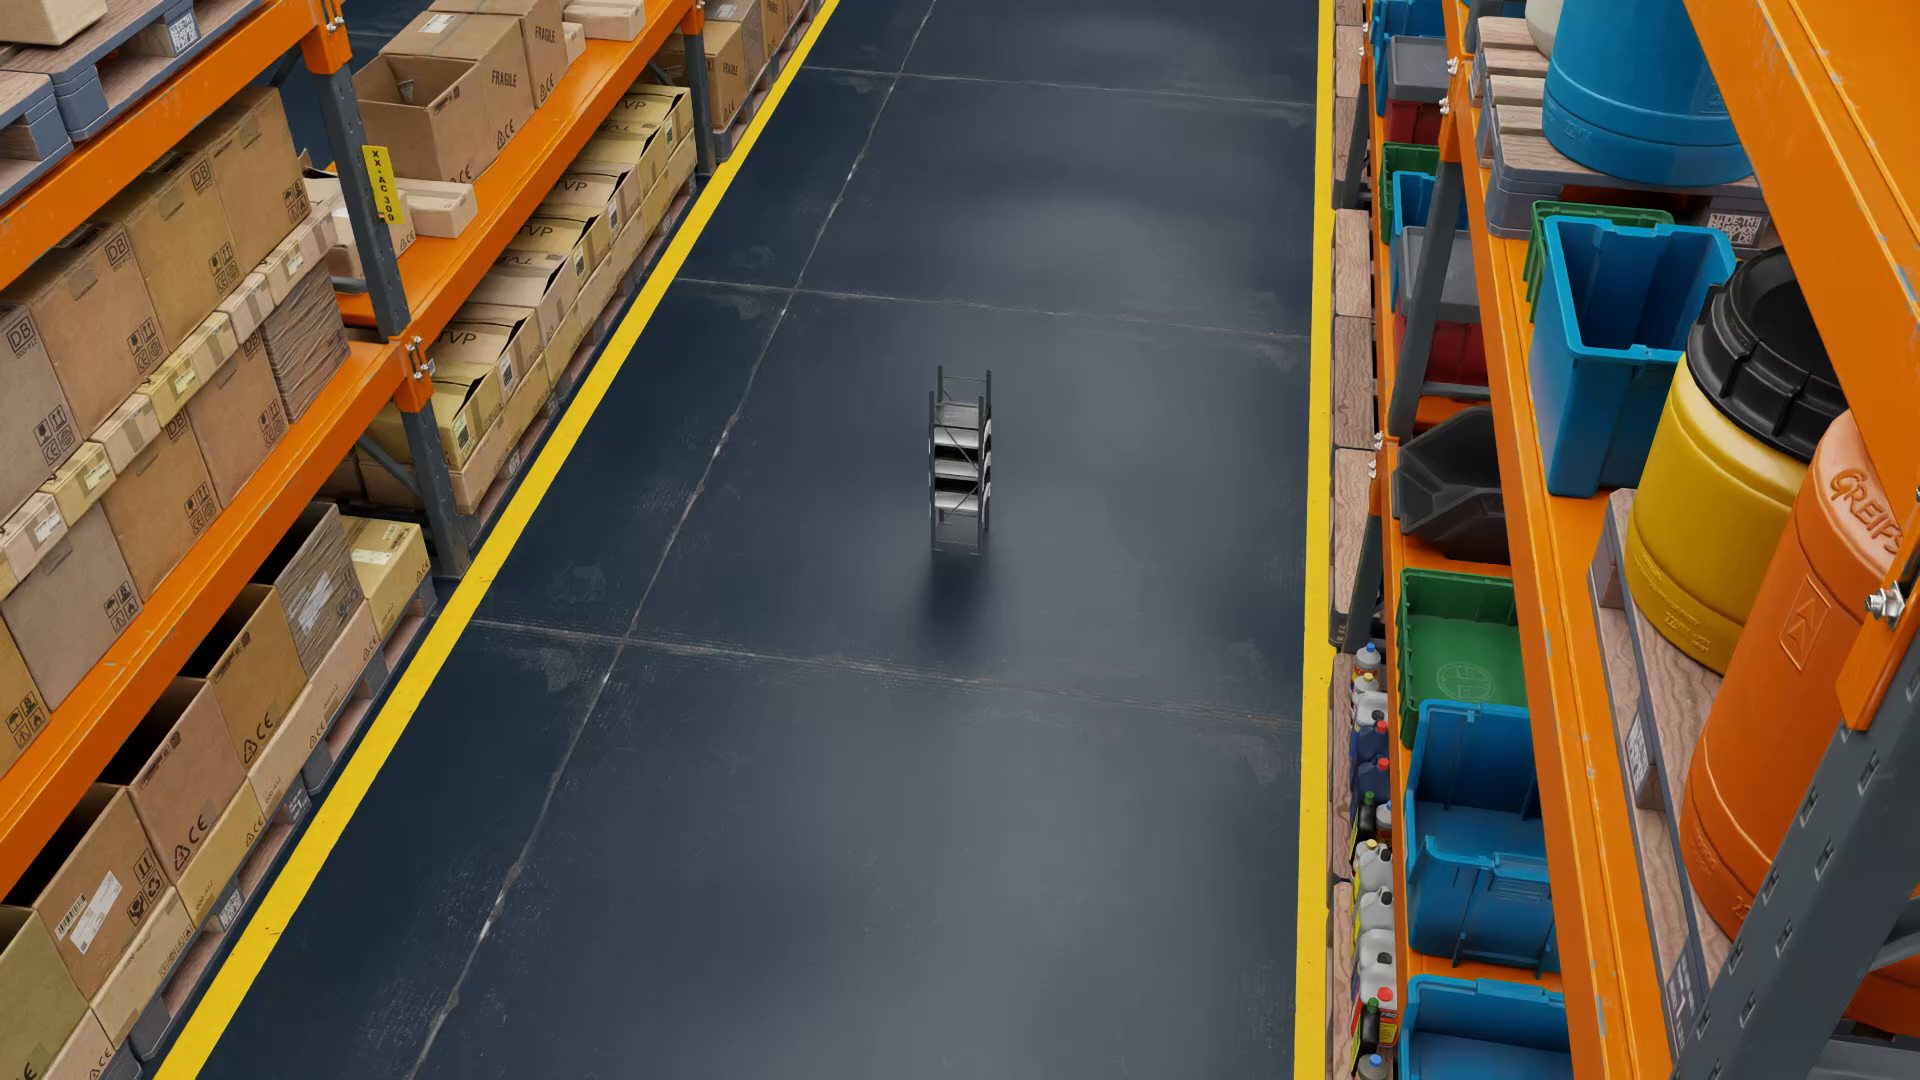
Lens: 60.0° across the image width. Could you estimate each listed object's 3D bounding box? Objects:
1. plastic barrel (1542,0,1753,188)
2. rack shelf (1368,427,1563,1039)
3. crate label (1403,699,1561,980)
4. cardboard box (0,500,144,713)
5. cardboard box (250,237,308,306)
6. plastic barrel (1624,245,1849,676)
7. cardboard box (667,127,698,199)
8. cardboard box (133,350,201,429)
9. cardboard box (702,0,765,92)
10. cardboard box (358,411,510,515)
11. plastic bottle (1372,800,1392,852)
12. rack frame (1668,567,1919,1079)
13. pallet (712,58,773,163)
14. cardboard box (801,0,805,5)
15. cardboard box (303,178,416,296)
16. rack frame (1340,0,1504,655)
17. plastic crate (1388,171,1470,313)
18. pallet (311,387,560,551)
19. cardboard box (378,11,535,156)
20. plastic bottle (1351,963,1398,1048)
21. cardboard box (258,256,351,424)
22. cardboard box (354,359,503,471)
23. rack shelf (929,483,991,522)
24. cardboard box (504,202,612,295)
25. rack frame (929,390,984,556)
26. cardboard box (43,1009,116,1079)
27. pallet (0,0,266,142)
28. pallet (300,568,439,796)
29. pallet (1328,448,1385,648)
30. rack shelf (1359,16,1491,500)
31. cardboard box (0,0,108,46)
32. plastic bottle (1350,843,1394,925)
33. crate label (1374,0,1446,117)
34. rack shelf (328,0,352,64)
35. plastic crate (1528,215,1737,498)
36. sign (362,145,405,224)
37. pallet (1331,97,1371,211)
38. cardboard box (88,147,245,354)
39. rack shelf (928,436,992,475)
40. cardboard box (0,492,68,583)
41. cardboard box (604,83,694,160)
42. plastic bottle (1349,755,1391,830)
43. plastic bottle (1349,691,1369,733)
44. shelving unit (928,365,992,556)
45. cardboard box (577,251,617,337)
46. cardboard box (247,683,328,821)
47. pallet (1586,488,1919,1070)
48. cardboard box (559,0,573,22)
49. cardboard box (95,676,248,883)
[{"bbox_3d":[1.834,-1.411,4.123,0.600,0.901,0.708,6,40,8],"label":"plastic barrel"},{"bbox_3d":[1.765,1.019,4.824,1.077,0.370,4.000,6,40,8],"label":"rack shelf"},{"bbox_3d":[1.471,0.799,4.499,0.502,0.435,0.616,6,40,8],"label":"crate label"},{"bbox_3d":[-3.100,0.147,5.237,0.700,0.500,0.500,8,40,9],"label":"cardboard box"},{"bbox_3d":[-2.647,-1.001,6.116,0.380,0.149,0.250,6,40,7],"label":"cardboard box"},{"bbox_3d":[1.491,-0.123,2.810,0.600,0.588,0.600,0,40,0],"label":"plastic barrel"},{"bbox_3d":[-1.925,-2.317,10.123,0.500,0.250,0.500,7,40,9],"label":"cardboard box"},{"bbox_3d":[-2.780,-0.517,5.531,0.380,0.149,0.250,6,40,7],"label":"cardboard box"},{"bbox_3d":[-1.629,-3.361,11.175,0.500,0.500,0.500,5,40,6],"label":"cardboard box"},{"bbox_3d":[-2.453,-0.389,7.792,0.500,0.250,0.500,5,40,7],"label":"cardboard box"},{"bbox_3d":[1.542,1.045,6.025,0.097,0.271,0.097,0,40,0],"label":"plastic bottle"},{"bbox_3d":[1.423,-0.314,1.165,0.949,2.616,0.053,6,40,8],"label":"rack frame"},{"bbox_3d":[-1.908,-2.961,11.263,1.003,0.211,1.213,6,40,8],"label":"pallet"},{"bbox_3d":[-1.366,-4.323,12.338,0.500,0.500,0.500,7,40,8],"label":"cardboard box"},{"bbox_3d":[-2.724,-1.317,7.204,0.500,0.250,0.500,9,40,10],"label":"cardboard box"},{"bbox_3d":[2.111,-0.513,6.113,1.000,3.000,0.127,6,40,8],"label":"rack frame"},{"bbox_3d":[1.996,-1.233,6.997,0.392,0.384,0.575,6,40,8],"label":"plastic crate"},{"bbox_3d":[-2.677,-0.454,8.230,1.003,0.211,1.213,6,40,8],"label":"pallet"},{"bbox_3d":[-2.440,-2.225,8.106,0.500,0.500,0.500,6,40,8],"label":"cardboard box"},{"bbox_3d":[1.376,1.521,5.445,0.152,0.276,0.135,7,40,8],"label":"plastic bottle"},{"bbox_3d":[-2.837,-0.821,6.407,0.700,0.500,0.500,5,40,7],"label":"cardboard box"},{"bbox_3d":[-2.450,-0.612,7.621,0.500,0.311,0.500,7,40,8],"label":"cardboard box"},{"bbox_3d":[0.001,-0.187,7.702,0.258,0.077,0.200,6,40,8],"label":"rack shelf"},{"bbox_3d":[-2.185,-1.577,8.788,0.500,0.311,0.500,7,40,9],"label":"cardboard box"},{"bbox_3d":[-0.016,-0.288,7.489,0.240,0.900,0.006,6,40,8],"label":"rack frame"},{"bbox_3d":[-3.064,1.721,5.240,0.500,0.250,0.500,6,40,8],"label":"cardboard box"},{"bbox_3d":[-2.889,-1.645,5.198,1.003,0.211,1.213,6,40,8],"label":"pallet"},{"bbox_3d":[-2.945,0.508,7.067,1.003,0.211,1.213,6,40,8],"label":"pallet"},{"bbox_3d":[2.209,0.065,7.603,1.003,0.211,1.213,6,40,8],"label":"pallet"},{"bbox_3d":[2.458,-1.491,7.861,1.077,0.370,4.000,6,40,8],"label":"rack shelf"},{"bbox_3d":[-2.706,-1.549,4.770,0.380,0.149,0.250,6,40,8],"label":"cardboard box"},{"bbox_3d":[1.457,1.184,5.794,0.144,0.351,0.185,6,40,7],"label":"plastic bottle"},{"bbox_3d":[2.365,-2.443,8.420,0.502,0.435,0.616,6,40,8],"label":"crate label"},{"bbox_3d":[-2.420,-3.195,7.568,1.077,0.370,4.000,6,40,8],"label":"rack shelf"},{"bbox_3d":[1.453,-0.382,3.614,0.392,0.384,0.575,6,40,8],"label":"plastic crate"},{"bbox_3d":[-2.220,-1.365,6.403,0.100,0.325,0.005,6,40,8],"label":"sign"},{"bbox_3d":[2.899,-2.448,10.642,1.003,0.211,1.213,6,40,8],"label":"pallet"},{"bbox_3d":[-2.923,-1.004,5.610,0.700,0.500,0.500,6,40,8],"label":"cardboard box"},{"bbox_3d":[0.001,-0.396,7.530,0.258,0.077,0.200,6,40,8],"label":"rack shelf"},{"bbox_3d":[-2.912,-0.027,4.938,0.380,0.149,0.250,7,40,8],"label":"cardboard box"},{"bbox_3d":[-1.922,-2.534,9.946,0.500,0.311,0.500,7,40,9],"label":"cardboard box"},{"bbox_3d":[1.530,0.918,6.116,0.144,0.351,0.185,5,40,6],"label":"plastic bottle"},{"bbox_3d":[1.589,0.675,6.527,0.097,0.201,0.097,0,40,0],"label":"plastic bottle"},{"bbox_3d":[0.001,-0.352,7.566,0.258,0.900,0.210,6,40,8],"label":"shelving unit"},{"bbox_3d":[-2.187,-1.355,8.960,0.500,0.250,0.500,7,40,9],"label":"cardboard box"},{"bbox_3d":[-2.800,0.780,6.378,0.500,0.250,0.500,6,40,8],"label":"cardboard box"},{"bbox_3d":[1.659,0.406,2.796,1.003,0.211,1.213,6,40,8],"label":"pallet"},{"bbox_3d":[-2.420,-2.998,9.188,0.500,0.311,0.500,6,40,7],"label":"cardboard box"},{"bbox_3d":[-2.885,0.805,5.759,0.500,0.500,0.500,6,40,8],"label":"cardboard box"}]
